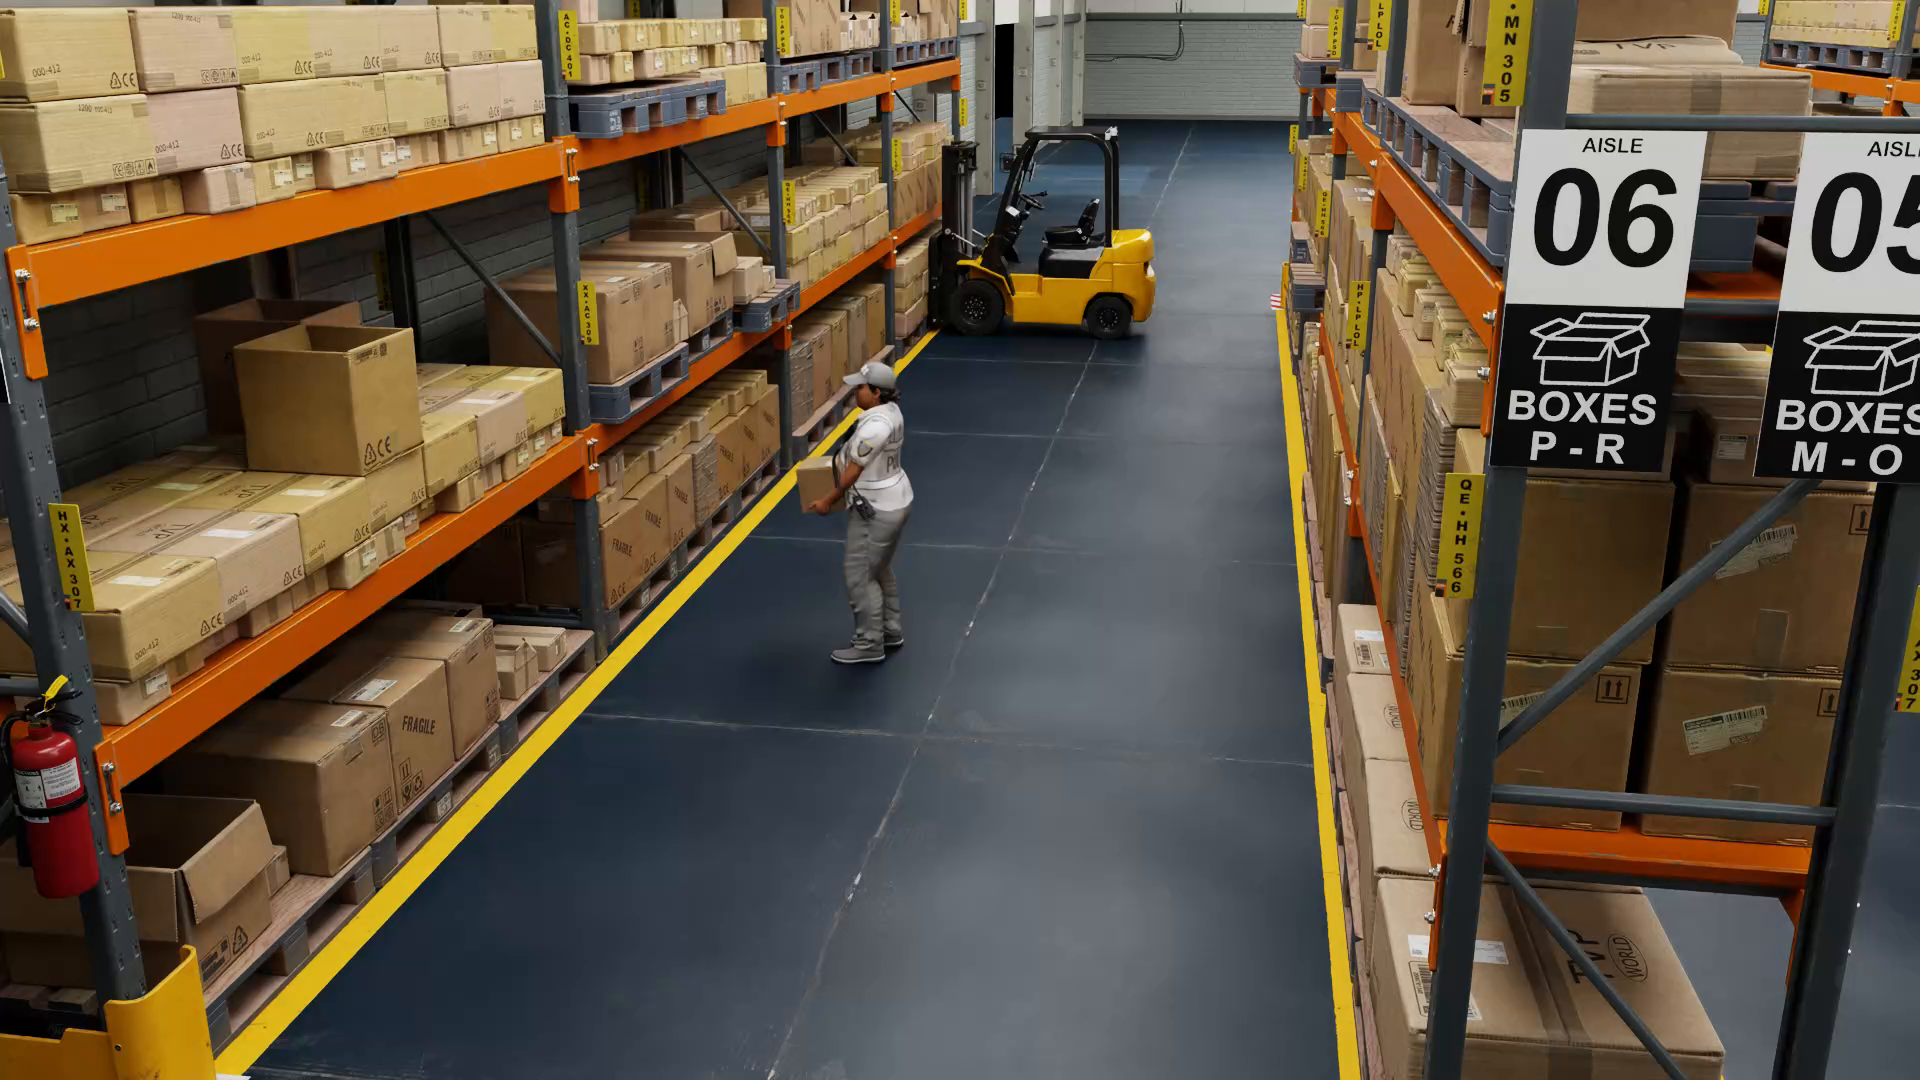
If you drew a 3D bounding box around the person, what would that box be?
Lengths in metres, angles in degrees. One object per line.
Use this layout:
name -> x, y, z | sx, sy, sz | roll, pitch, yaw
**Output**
person -> -0.531, -0.152, 9.035 | 0.540, 1.663, 0.452 | 3, 18, 8
